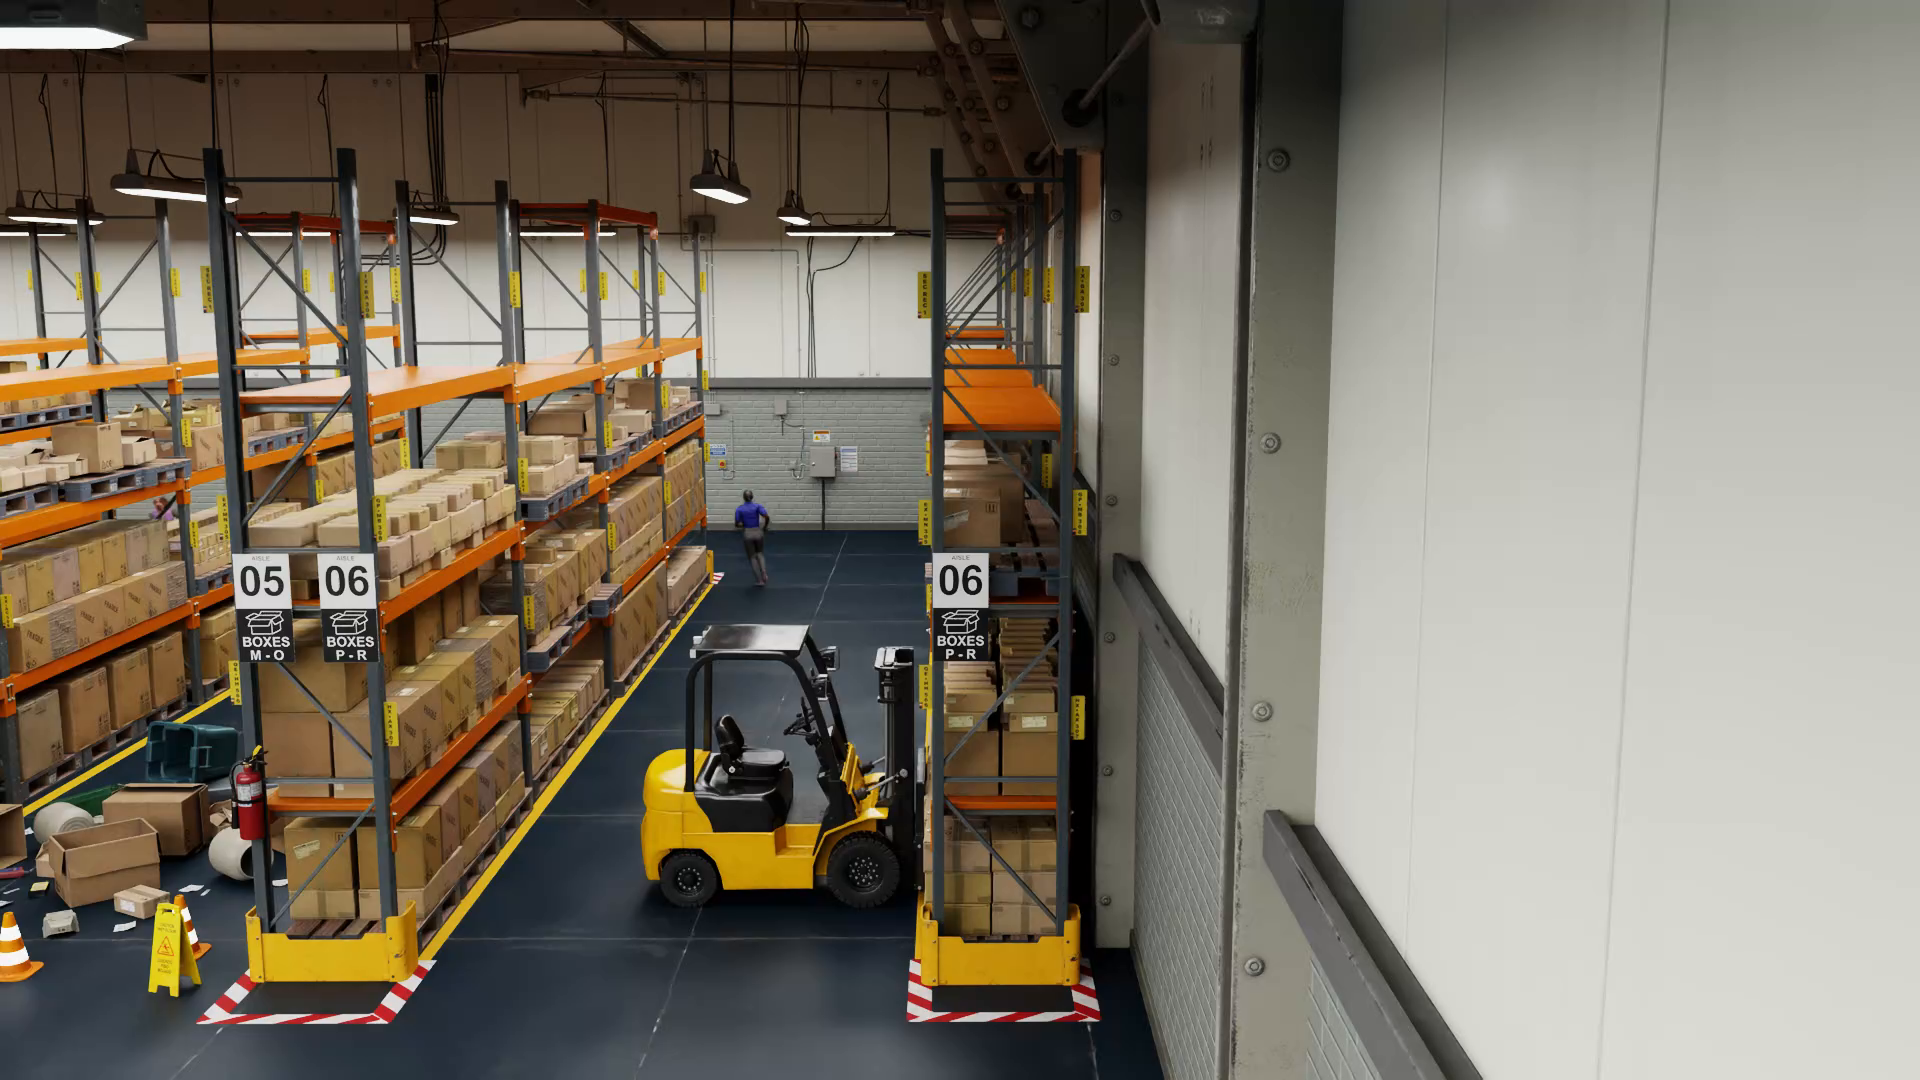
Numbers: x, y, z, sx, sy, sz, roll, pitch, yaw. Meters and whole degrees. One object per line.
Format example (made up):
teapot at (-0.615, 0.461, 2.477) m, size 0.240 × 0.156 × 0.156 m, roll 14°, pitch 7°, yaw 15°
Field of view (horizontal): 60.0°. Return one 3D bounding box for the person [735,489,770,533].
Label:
person at (-3.472, -0.462, 27.592) m, size 0.549 × 0.749 × 0.531 m, roll -3°, pitch 10°, yaw -18°

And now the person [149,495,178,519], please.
person at (-12.933, -0.304, 27.033) m, size 0.537 × 0.693 × 0.485 m, roll -2°, pitch 9°, yaw -10°
